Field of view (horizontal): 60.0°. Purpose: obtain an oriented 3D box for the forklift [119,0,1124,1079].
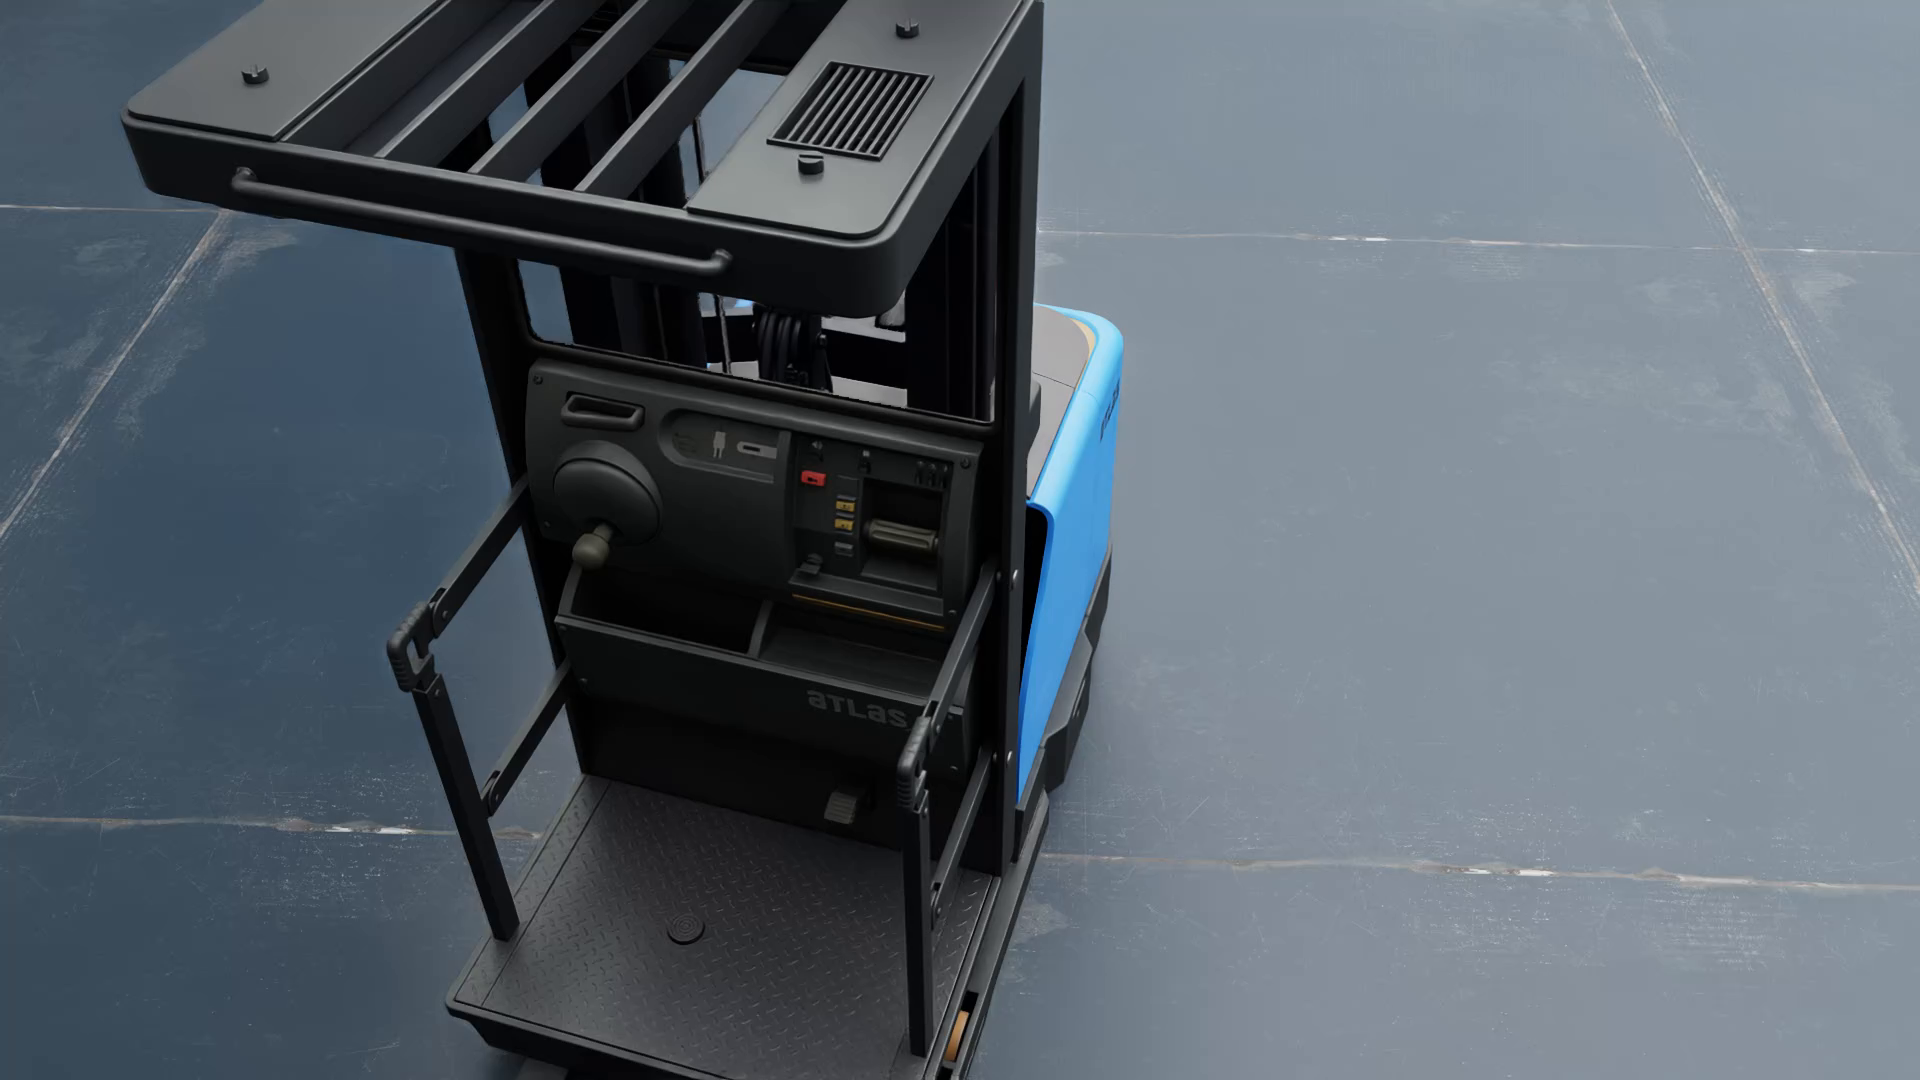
[{"bbox_3d":[-0.478,0.002,3.098,1.130,2.935,3.031,12,44,12],"label":"forklift"}]
